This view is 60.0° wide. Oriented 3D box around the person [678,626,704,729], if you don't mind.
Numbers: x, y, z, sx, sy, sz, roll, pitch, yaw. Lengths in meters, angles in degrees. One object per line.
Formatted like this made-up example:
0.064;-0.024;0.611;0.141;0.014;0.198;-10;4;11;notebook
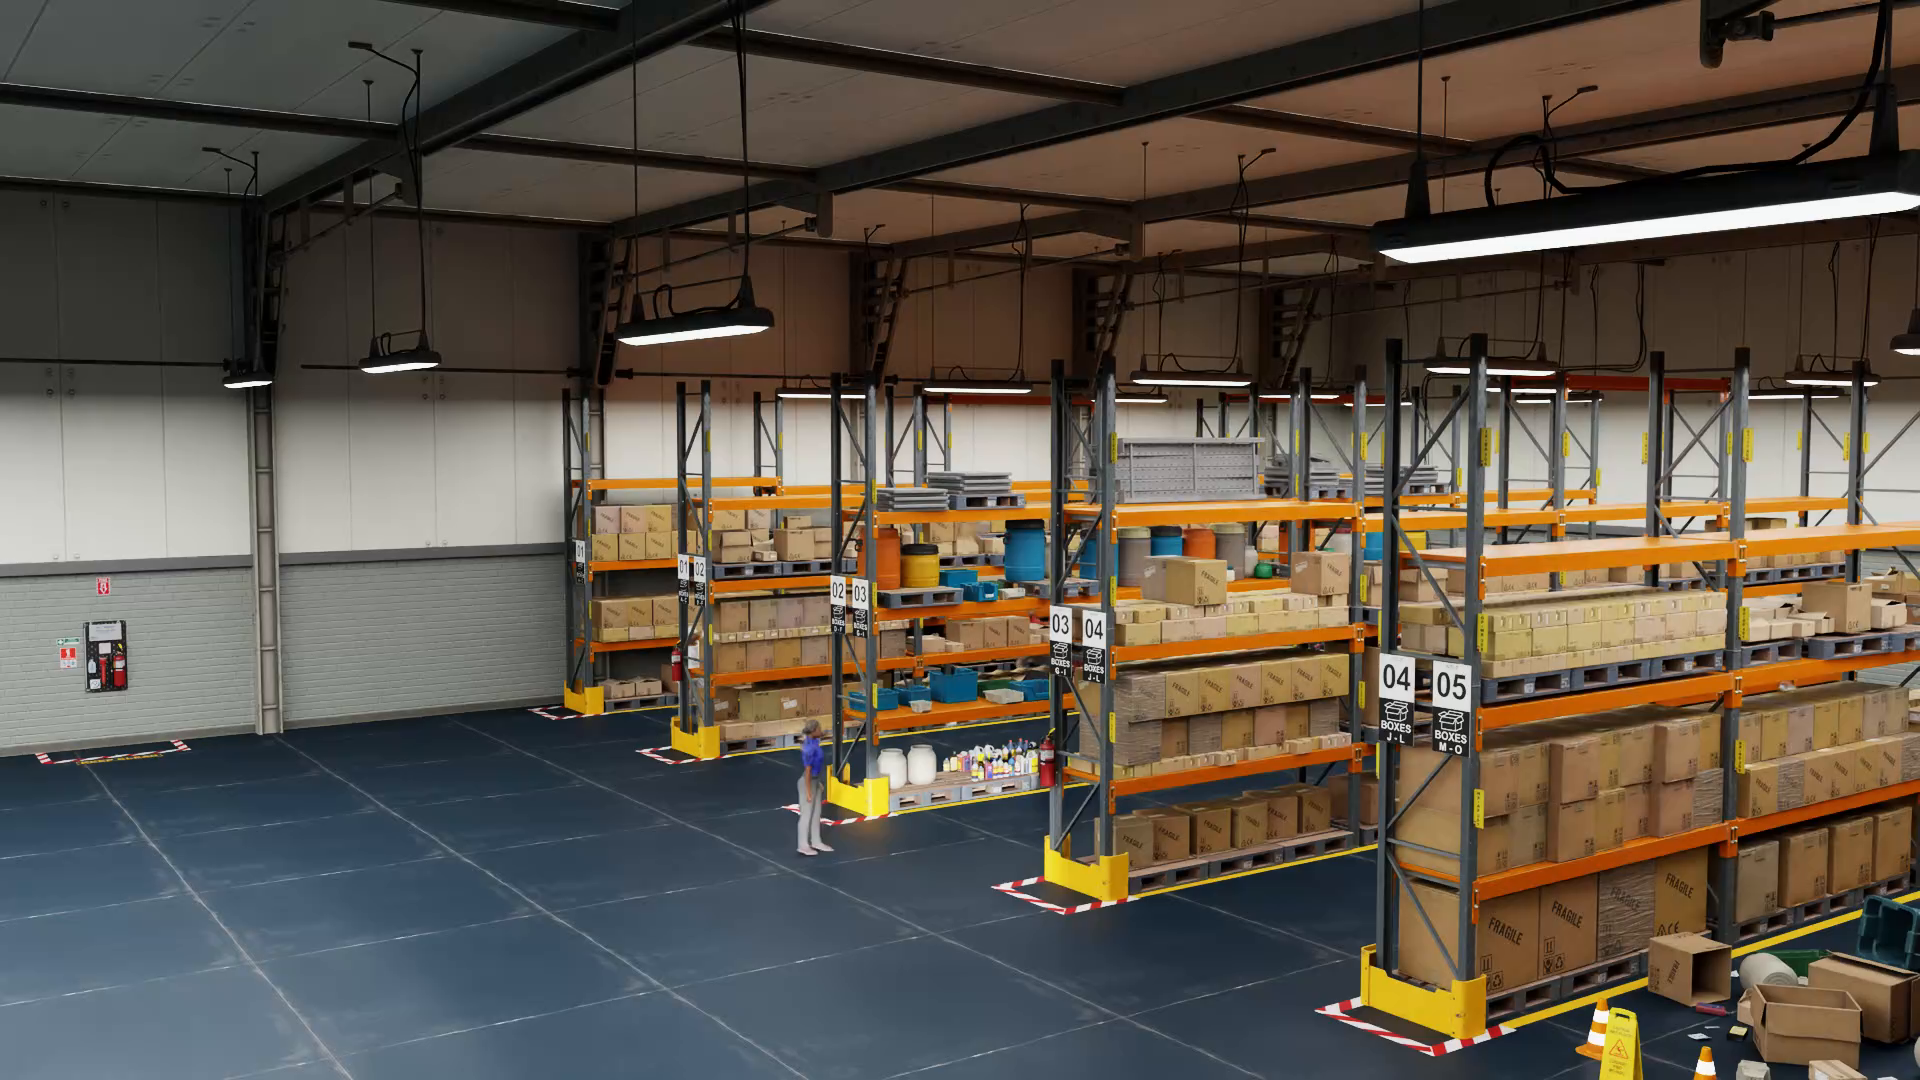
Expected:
-4.689;2.418;29.165;0.584;1.830;0.441;-2;4;-31;person

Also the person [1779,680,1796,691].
11.950;2.716;24.191;0.573;1.770;0.486;-3;5;-40;person

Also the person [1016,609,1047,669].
1.402;2.168;33.716;1.072;1.669;0.673;-3;5;-38;person

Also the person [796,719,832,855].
-1.805;3.034;20.432;0.396;1.663;0.470;0;4;7;person
